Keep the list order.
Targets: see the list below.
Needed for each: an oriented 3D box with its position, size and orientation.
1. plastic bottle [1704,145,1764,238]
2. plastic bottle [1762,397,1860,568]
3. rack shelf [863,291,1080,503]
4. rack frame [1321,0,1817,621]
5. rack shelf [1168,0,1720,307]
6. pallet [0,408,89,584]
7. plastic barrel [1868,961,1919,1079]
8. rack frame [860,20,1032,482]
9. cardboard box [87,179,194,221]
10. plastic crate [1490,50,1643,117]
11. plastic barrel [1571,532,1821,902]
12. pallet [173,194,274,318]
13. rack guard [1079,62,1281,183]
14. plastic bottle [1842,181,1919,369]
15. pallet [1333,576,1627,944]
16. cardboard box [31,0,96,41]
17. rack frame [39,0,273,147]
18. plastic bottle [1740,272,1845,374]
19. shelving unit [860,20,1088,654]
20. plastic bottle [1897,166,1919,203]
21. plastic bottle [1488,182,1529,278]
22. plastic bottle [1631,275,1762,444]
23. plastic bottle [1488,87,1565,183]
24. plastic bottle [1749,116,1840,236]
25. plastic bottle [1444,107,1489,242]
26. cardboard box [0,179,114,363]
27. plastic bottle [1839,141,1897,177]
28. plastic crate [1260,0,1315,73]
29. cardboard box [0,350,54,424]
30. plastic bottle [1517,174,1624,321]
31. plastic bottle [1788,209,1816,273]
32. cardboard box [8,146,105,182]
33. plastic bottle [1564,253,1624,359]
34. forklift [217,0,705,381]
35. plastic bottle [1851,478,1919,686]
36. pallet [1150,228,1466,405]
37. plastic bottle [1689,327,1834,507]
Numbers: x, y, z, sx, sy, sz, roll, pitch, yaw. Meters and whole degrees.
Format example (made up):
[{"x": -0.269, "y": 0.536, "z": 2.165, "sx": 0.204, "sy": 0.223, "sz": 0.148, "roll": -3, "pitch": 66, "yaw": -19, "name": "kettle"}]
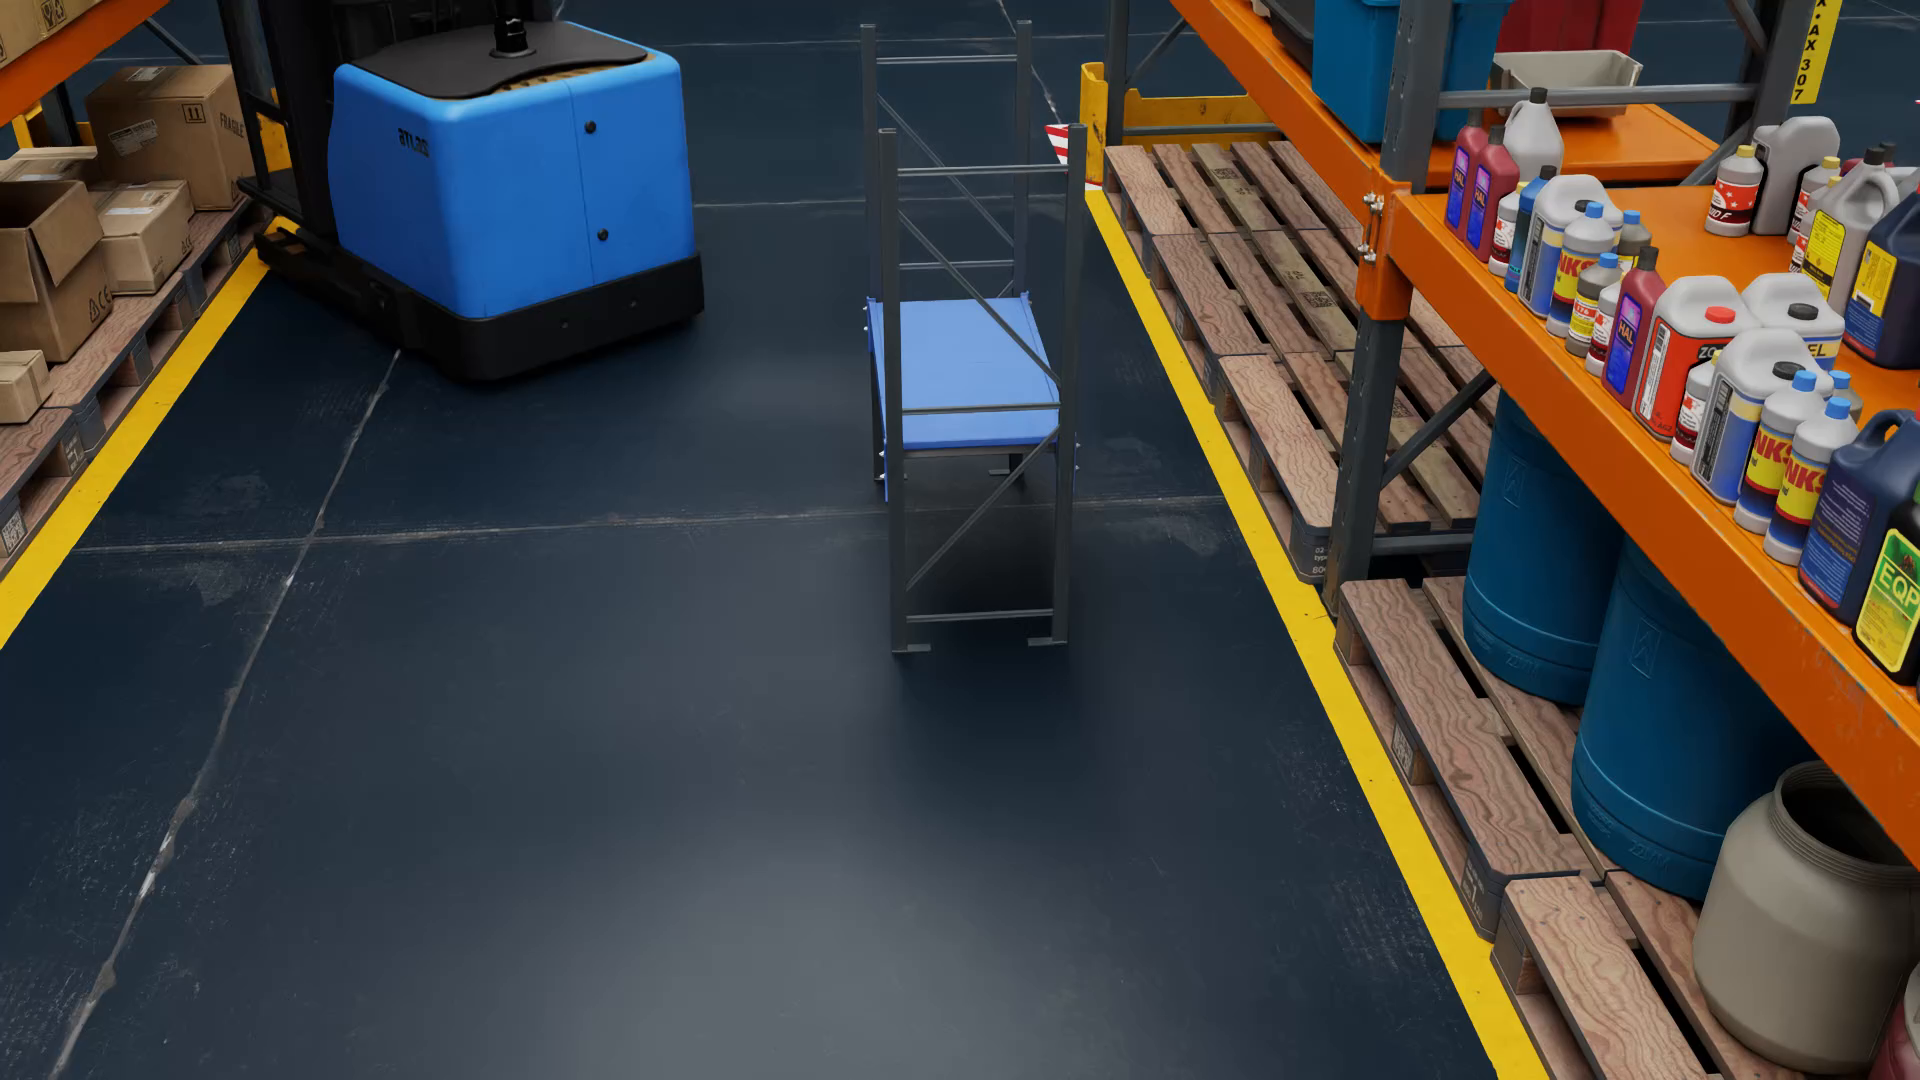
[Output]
[{"x": 1.816, "y": -0.820, "z": 3.892, "sx": 0.097, "sy": 0.201, "sz": 0.097, "roll": 0, "pitch": 31, "yaw": 0, "name": "plastic bottle"}, {"x": 1.345, "y": -0.095, "z": 2.610, "sx": 0.097, "sy": 0.271, "sz": 0.097, "roll": 0, "pitch": 31, "yaw": 0, "name": "plastic bottle"}, {"x": 0.008, "y": -0.446, "z": 4.885, "sx": 0.538, "sy": 0.185, "sz": 1.000, "roll": -3, "pitch": 31, "yaw": -5, "name": "rack shelf"}, {"x": 1.580, "y": -1.107, "z": 4.178, "sx": 1.000, "sy": 3.000, "sz": 0.127, "roll": -3, "pitch": 31, "yaw": -5, "name": "rack frame"}, {"x": 1.393, "y": -1.819, "z": 6.072, "sx": 1.077, "sy": 0.370, "sz": 4.000, "roll": -3, "pitch": 31, "yaw": -5, "name": "rack shelf"}, {"x": -3.415, "y": -0.025, "z": 5.086, "sx": 1.003, "sy": 0.211, "sz": 1.213, "roll": -3, "pitch": 31, "yaw": -5, "name": "pallet"}, {"x": 1.786, "y": 0.965, "z": 2.651, "sx": 0.600, "sy": 0.588, "sz": 0.708, "roll": -3, "pitch": 31, "yaw": -5, "name": "plastic barrel"}, {"x": -0.040, "y": -0.860, "z": 5.227, "sx": 0.500, "sy": 1.500, "sz": 0.032, "roll": -3, "pitch": 31, "yaw": -5, "name": "rack frame"}, {"x": -3.481, "y": -1.409, "z": 7.018, "sx": 0.380, "sy": 0.166, "sz": 0.250, "roll": -3, "pitch": 31, "yaw": -5, "name": "cardboard box"}, {"x": 1.679, "y": -1.264, "z": 4.639, "sx": 0.396, "sy": 0.136, "sz": 0.243, "roll": -3, "pitch": 31, "yaw": -5, "name": "plastic crate"}, {"x": 1.680, "y": 0.254, "z": 3.536, "sx": 0.600, "sy": 0.901, "sz": 0.708, "roll": -3, "pitch": 31, "yaw": -5, "name": "plastic barrel"}, {"x": -3.643, "y": -1.270, "z": 7.171, "sx": 1.003, "sy": 0.211, "sz": 1.213, "roll": -3, "pitch": 31, "yaw": -5, "name": "pallet"}, {"x": 1.191, "y": -2.087, "z": 8.257, "sx": 1.175, "sy": 0.500, "sz": 0.348, "roll": -3, "pitch": 31, "yaw": -5, "name": "rack guard"}, {"x": 1.866, "y": -0.531, "z": 3.261, "sx": 0.144, "sy": 0.351, "sz": 0.185, "roll": -3, "pitch": 31, "yaw": -5, "name": "plastic bottle"}, {"x": 1.611, "y": 0.486, "z": 4.230, "sx": 1.003, "sy": 0.211, "sz": 1.213, "roll": -3, "pitch": 31, "yaw": -5, "name": "pallet"}, {"x": -3.273, "y": -1.964, "z": 5.515, "sx": 0.500, "sy": 0.500, "sz": 0.500, "roll": -3, "pitch": 31, "yaw": -5, "name": "cardboard box"}, {"x": -3.726, "y": -2.913, "z": 7.203, "sx": 1.000, "sy": 3.000, "sz": 0.127, "roll": -3, "pitch": 31, "yaw": -5, "name": "rack frame"}, {"x": 1.482, "y": -0.333, "z": 3.004, "sx": 0.152, "sy": 0.276, "sz": 0.135, "roll": -3, "pitch": 31, "yaw": -5, "name": "plastic bottle"}, {"x": 0.008, "y": -0.600, "z": 4.792, "sx": 0.538, "sy": 1.500, "sz": 1.048, "roll": -3, "pitch": 31, "yaw": -5, "name": "shelving unit"}, {"x": 1.992, "y": -0.632, "z": 3.431, "sx": 0.144, "sy": 0.351, "sz": 0.185, "roll": -3, "pitch": 31, "yaw": -5, "name": "plastic bottle"}, {"x": 1.231, "y": -0.688, "z": 3.670, "sx": 0.097, "sy": 0.201, "sz": 0.097, "roll": 0, "pitch": 31, "yaw": 0, "name": "plastic bottle"}, {"x": 1.331, "y": -0.326, "z": 2.992, "sx": 0.152, "sy": 0.276, "sz": 0.135, "roll": -3, "pitch": 31, "yaw": -5, "name": "plastic bottle"}, {"x": 1.294, "y": -0.870, "z": 3.829, "sx": 0.144, "sy": 0.351, "sz": 0.185, "roll": -3, "pitch": 31, "yaw": -5, "name": "plastic bottle"}, {"x": 1.939, "y": -0.868, "z": 3.898, "sx": 0.152, "sy": 0.276, "sz": 0.135, "roll": -3, "pitch": 31, "yaw": -5, "name": "plastic bottle"}, {"x": 1.190, "y": -0.849, "z": 3.860, "sx": 0.061, "sy": 0.283, "sz": 0.133, "roll": -3, "pitch": 31, "yaw": -5, "name": "plastic bottle"}, {"x": -3.533, "y": -0.947, "z": 5.916, "sx": 0.797, "sy": 0.503, "sz": 0.637, "roll": -3, "pitch": 31, "yaw": -5, "name": "cardboard box"}, {"x": 2.006, "y": -0.755, "z": 3.702, "sx": 0.061, "sy": 0.283, "sz": 0.133, "roll": -3, "pitch": 31, "yaw": -5, "name": "plastic bottle"}, {"x": 1.208, "y": -1.573, "z": 5.168, "sx": 0.437, "sy": 0.125, "sz": 0.590, "roll": -3, "pitch": 31, "yaw": -5, "name": "plastic crate"}, {"x": -3.267, "y": -0.510, "z": 5.512, "sx": 0.380, "sy": 0.166, "sz": 0.250, "roll": -3, "pitch": 31, "yaw": -5, "name": "cardboard box"}, {"x": 1.278, "y": -0.612, "z": 3.470, "sx": 0.152, "sy": 0.276, "sz": 0.135, "roll": -3, "pitch": 31, "yaw": -5, "name": "plastic bottle"}, {"x": 1.850, "y": -0.634, "z": 3.579, "sx": 0.097, "sy": 0.201, "sz": 0.097, "roll": 0, "pitch": 31, "yaw": 0, "name": "plastic bottle"}, {"x": -4.029, "y": -1.648, "z": 7.435, "sx": 0.380, "sy": 0.149, "sz": 0.250, "roll": -3, "pitch": 31, "yaw": -5, "name": "cardboard box"}, {"x": 1.271, "y": -0.470, "z": 3.305, "sx": 0.097, "sy": 0.201, "sz": 0.097, "roll": 0, "pitch": 31, "yaw": 0, "name": "plastic bottle"}, {"x": -2.394, "y": -2.507, "z": 6.590, "sx": 1.130, "sy": 2.935, "sz": 3.031, "roll": -26, "pitch": 39, "yaw": -36, "name": "forklift"}, {"x": 1.355, "y": 0.054, "z": 2.349, "sx": 0.061, "sy": 0.283, "sz": 0.133, "roll": -3, "pitch": 31, "yaw": -5, "name": "plastic bottle"}, {"x": 1.356, "y": -0.907, "z": 6.563, "sx": 1.003, "sy": 0.211, "sz": 1.213, "roll": -3, "pitch": 31, "yaw": -5, "name": "pallet"}, {"x": 1.352, "y": -0.208, "z": 2.794, "sx": 0.152, "sy": 0.276, "sz": 0.135, "roll": -3, "pitch": 31, "yaw": -5, "name": "plastic bottle"}]
